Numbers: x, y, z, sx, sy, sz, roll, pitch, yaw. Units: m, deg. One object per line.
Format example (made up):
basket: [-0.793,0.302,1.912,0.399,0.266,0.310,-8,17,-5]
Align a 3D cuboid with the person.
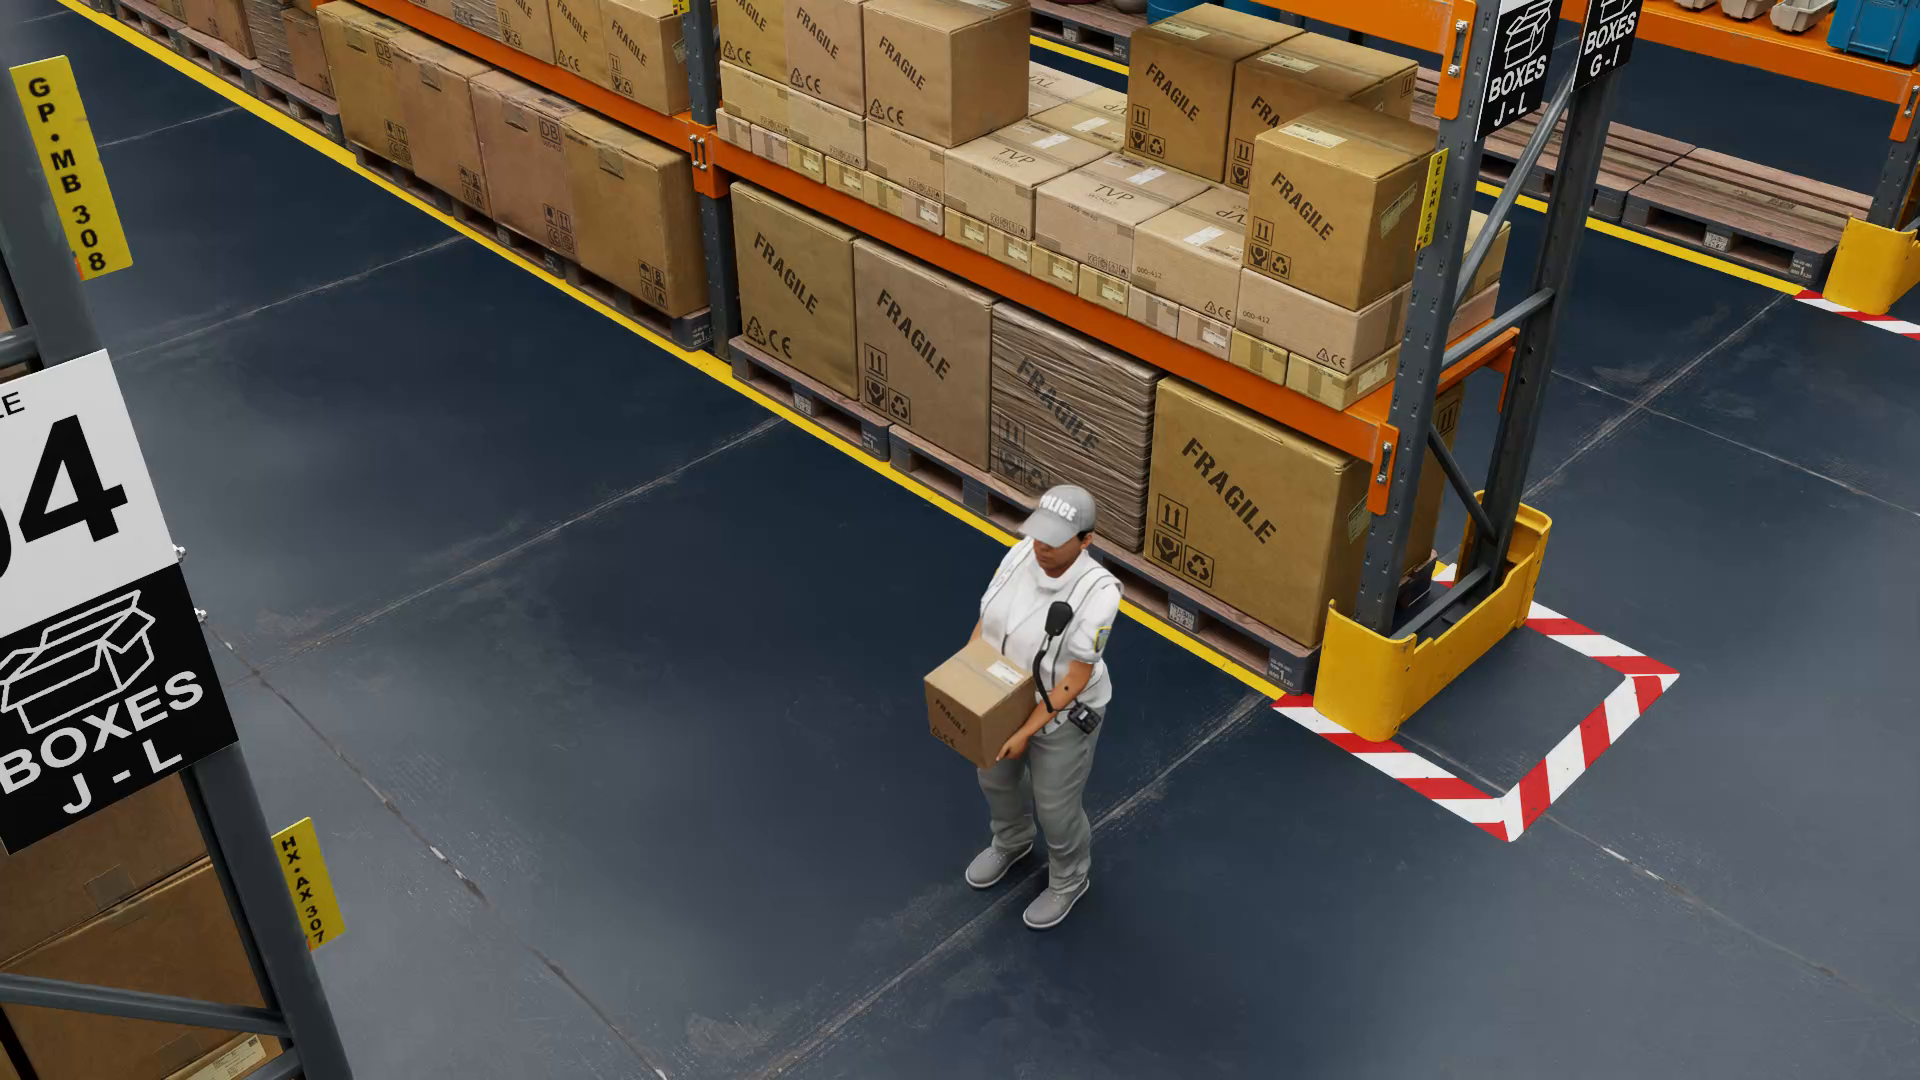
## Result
person: [0.215,0.566,5.365,0.535,1.654,0.452,-30,45,-35]
